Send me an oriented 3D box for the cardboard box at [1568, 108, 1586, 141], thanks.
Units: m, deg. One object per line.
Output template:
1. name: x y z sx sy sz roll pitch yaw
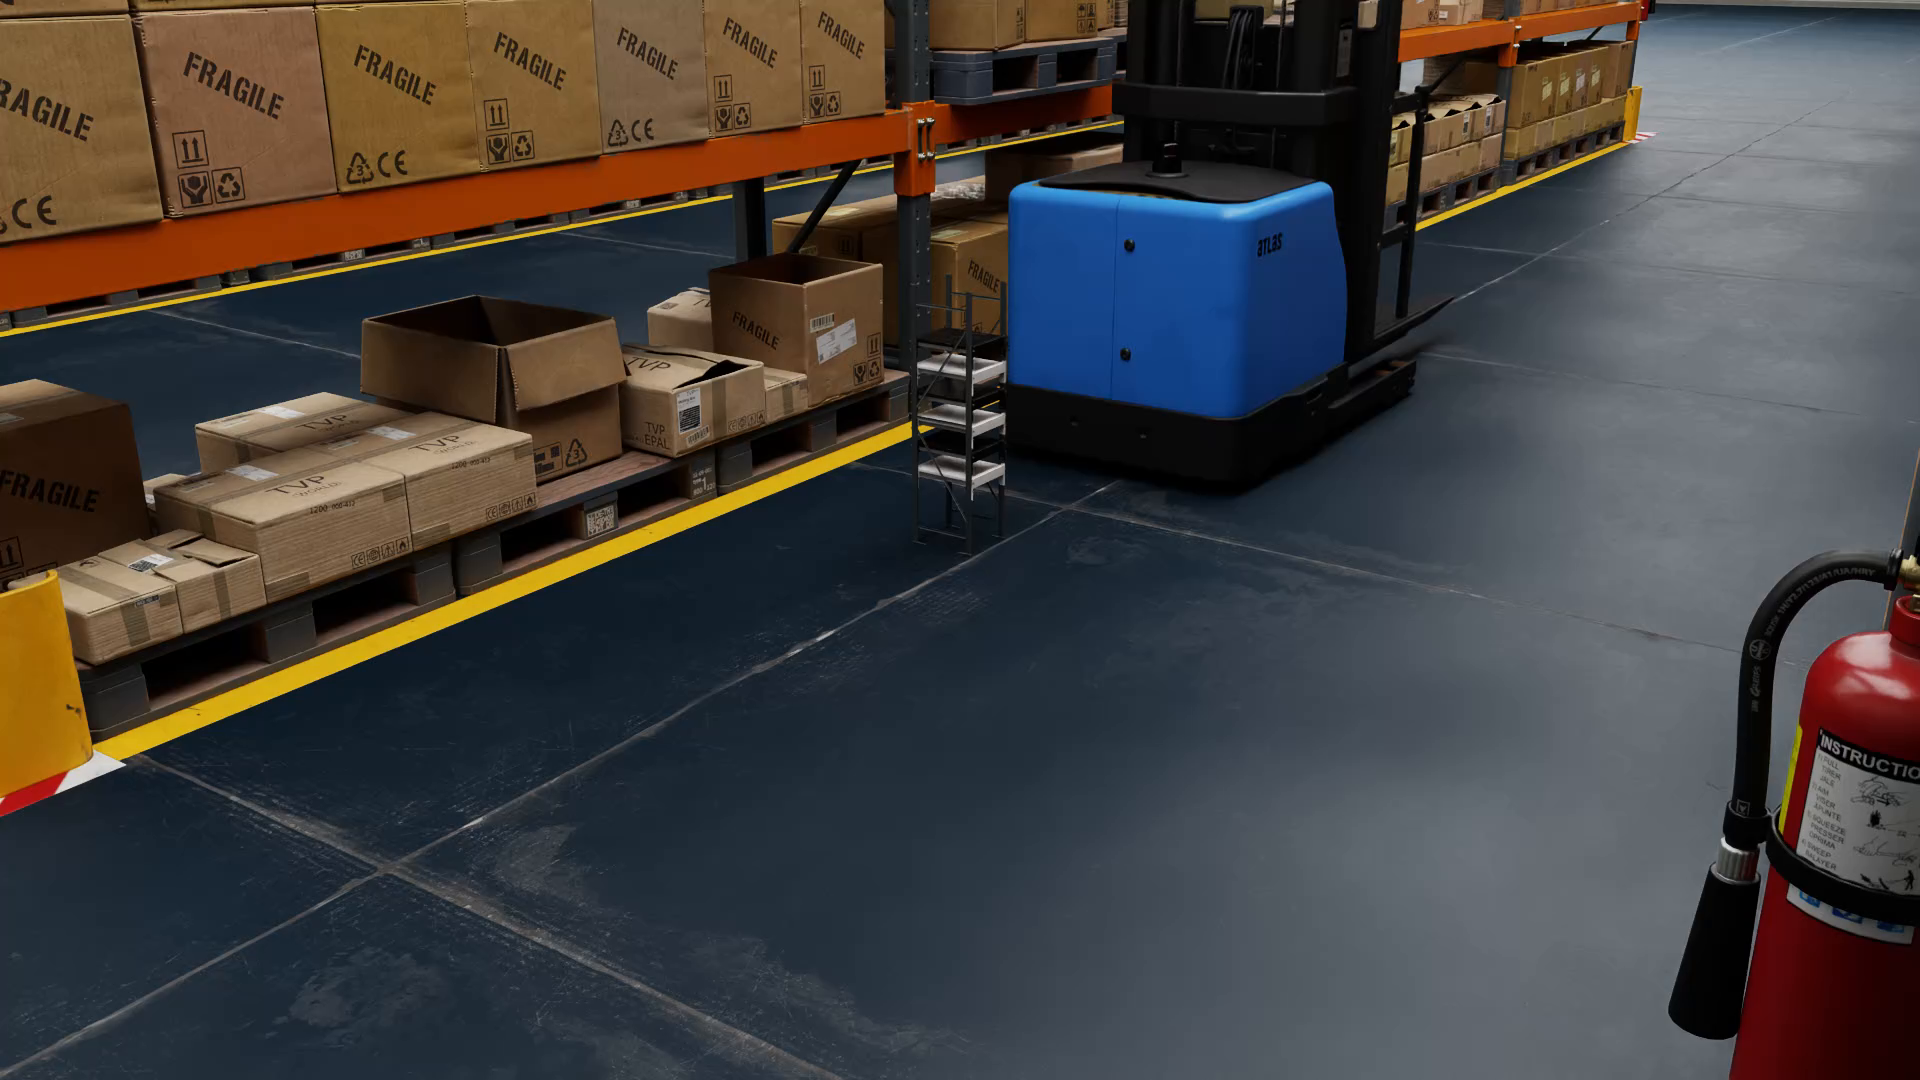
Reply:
1. cardboard box: 5.286 -3.749 14.934 0.500 0.250 0.500 13 24 32

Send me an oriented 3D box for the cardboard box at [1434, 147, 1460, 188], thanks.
1. cardboard box: 3.362 -2.778 12.310 0.500 0.250 0.500 14 24 33

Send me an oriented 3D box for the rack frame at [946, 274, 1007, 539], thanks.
1. rack frame: 0.053 -0.449 5.681 0.240 0.900 0.006 13 24 32

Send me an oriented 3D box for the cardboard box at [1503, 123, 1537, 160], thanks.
1. cardboard box: 4.440 -3.319 13.772 0.500 0.250 0.500 13 24 32

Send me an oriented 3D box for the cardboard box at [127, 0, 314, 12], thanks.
1. cardboard box: -2.062 -1.638 4.284 0.500 0.500 0.500 14 24 32

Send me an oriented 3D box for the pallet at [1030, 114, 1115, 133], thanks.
1. pallet: 0.931 -4.533 17.716 1.003 0.211 1.213 13 24 32

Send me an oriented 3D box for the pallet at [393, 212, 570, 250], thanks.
1. pallet: -3.510 -2.266 11.588 1.003 0.211 1.213 13 24 32

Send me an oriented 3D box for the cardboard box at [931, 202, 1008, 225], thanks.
1. cardboard box: 0.195 -1.323 7.987 0.500 0.500 0.500 14 24 33

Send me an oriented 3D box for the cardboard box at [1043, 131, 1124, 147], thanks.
1. cardboard box: 0.748 -1.950 8.602 0.500 0.250 0.500 13 24 31

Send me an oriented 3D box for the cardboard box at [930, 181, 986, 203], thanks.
1. cardboard box: 0.039 -1.558 8.622 0.500 0.500 0.500 14 24 32

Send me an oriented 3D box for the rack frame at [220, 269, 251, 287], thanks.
1. rack frame: -4.663 -3.010 9.577 1.000 3.000 0.127 13 24 32

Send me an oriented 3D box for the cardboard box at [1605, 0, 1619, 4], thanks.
1. cardboard box: 5.904 -5.401 15.898 0.700 0.500 0.500 13 24 32

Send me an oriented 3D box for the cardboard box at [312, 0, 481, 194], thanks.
1. cardboard box: -1.780 -1.310 4.839 0.500 0.500 0.500 13 24 32

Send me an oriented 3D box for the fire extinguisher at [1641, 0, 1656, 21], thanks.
1. fire extinguisher: 6.627 -5.393 16.131 0.296 0.674 0.183 13 24 32

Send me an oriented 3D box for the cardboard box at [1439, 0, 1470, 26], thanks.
1. cardboard box: 3.586 -3.987 12.413 0.396 0.266 0.258 13 24 31

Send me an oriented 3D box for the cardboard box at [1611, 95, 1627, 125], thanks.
1. cardboard box: 6.120 -4.181 16.104 0.500 0.250 0.500 13 24 32

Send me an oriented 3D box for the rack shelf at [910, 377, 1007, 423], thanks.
1. rack shelf: -0.005 -0.473 5.583 0.258 0.077 0.200 13 24 32

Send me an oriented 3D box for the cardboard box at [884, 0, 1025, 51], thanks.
1. cardboard box: -0.118 -2.379 7.122 0.700 0.500 0.500 5 21 14

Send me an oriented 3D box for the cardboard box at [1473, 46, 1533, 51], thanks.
1. cardboard box: 4.846 -4.204 15.084 0.500 0.500 0.500 13 24 32

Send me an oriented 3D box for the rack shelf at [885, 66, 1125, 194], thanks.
1. rack shelf: 0.555 -2.279 8.639 1.077 0.370 4.000 13 24 32

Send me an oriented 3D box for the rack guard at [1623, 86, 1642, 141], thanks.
1. rack guard: 6.190 -4.320 16.723 1.175 0.500 0.348 13 24 32

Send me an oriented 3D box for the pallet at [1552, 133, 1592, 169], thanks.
1. pallet: 5.095 -3.602 15.197 1.003 0.211 1.213 13 24 32

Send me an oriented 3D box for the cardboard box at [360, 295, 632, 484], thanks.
1. cardboard box: -1.621 -0.538 5.860 0.797 0.503 0.637 13 24 32

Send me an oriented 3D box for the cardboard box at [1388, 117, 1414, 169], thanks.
1. cardboard box: 2.794 -2.752 11.430 0.500 0.311 0.500 13 24 30

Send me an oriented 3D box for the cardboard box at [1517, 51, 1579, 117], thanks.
1. cardboard box: 5.010 -3.956 14.413 0.500 0.500 0.500 13 24 32

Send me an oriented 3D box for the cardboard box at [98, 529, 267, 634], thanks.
1. cardboard box: -2.157 0.103 4.613 0.380 0.166 0.250 13 24 32

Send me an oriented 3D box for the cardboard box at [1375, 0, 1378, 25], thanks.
1. cardboard box: 2.609 -3.722 11.358 0.500 0.500 0.500 12 23 29

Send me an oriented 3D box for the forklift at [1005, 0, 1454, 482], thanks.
1. forklift: 1.407 -2.045 7.069 1.130 2.935 3.031 13 24 31

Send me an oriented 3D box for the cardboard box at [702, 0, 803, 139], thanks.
1. cardboard box: -0.926 -1.748 6.022 0.500 0.500 0.500 14 25 33

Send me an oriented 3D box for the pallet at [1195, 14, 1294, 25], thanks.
1. pallet: 1.357 -2.892 9.536 1.213 0.211 1.003 13 24 32

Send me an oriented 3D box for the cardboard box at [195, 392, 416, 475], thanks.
1. cardboard box: -2.157 -0.282 5.534 0.500 0.250 0.500 13 24 32

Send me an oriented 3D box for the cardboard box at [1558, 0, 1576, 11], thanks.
1. cardboard box: 5.036 -4.956 14.696 0.700 0.500 0.500 14 25 33

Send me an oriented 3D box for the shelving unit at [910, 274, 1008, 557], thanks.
1. shelving unit: -0.005 -0.420 5.603 0.258 0.900 0.210 13 24 32

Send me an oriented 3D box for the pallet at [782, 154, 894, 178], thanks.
1. pallet: -1.261 -3.413 14.687 1.003 0.211 1.213 13 24 32

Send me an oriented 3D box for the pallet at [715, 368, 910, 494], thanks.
1. pallet: -0.956 -0.538 6.915 1.003 0.211 1.213 13 24 32

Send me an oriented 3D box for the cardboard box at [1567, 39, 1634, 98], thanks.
1. cardboard box: 6.121 -4.533 15.972 0.500 0.500 0.500 13 24 32

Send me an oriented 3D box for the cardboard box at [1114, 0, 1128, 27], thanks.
1. cardboard box: 0.747 -3.006 8.819 0.500 0.500 0.700 -19 28 -41

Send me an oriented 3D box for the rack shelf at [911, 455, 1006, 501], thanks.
1. rack shelf: -0.005 -0.220 5.677 0.258 0.077 0.200 13 24 32

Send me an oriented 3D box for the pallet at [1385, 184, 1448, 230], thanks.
1. pallet: 2.861 -2.460 12.110 1.003 0.211 1.213 13 24 32

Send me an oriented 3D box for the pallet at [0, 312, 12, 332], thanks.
1. pallet: -5.730 -1.132 8.520 1.003 0.211 1.213 13 24 32

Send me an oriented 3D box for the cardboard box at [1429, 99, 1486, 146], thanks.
1. cardboard box: 3.650 -3.186 12.603 0.500 0.311 0.500 14 25 33

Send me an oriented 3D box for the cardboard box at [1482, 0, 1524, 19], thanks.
1. cardboard box: 4.172 -4.513 13.499 0.700 0.500 0.500 13 24 30

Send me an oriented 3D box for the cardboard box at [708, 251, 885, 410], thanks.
1. cardboard box: -0.655 -0.858 6.729 0.500 0.500 0.500 13 24 32

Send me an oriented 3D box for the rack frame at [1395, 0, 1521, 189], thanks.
1. rack frame: 3.928 -4.338 13.168 1.000 3.000 0.127 13 24 32
